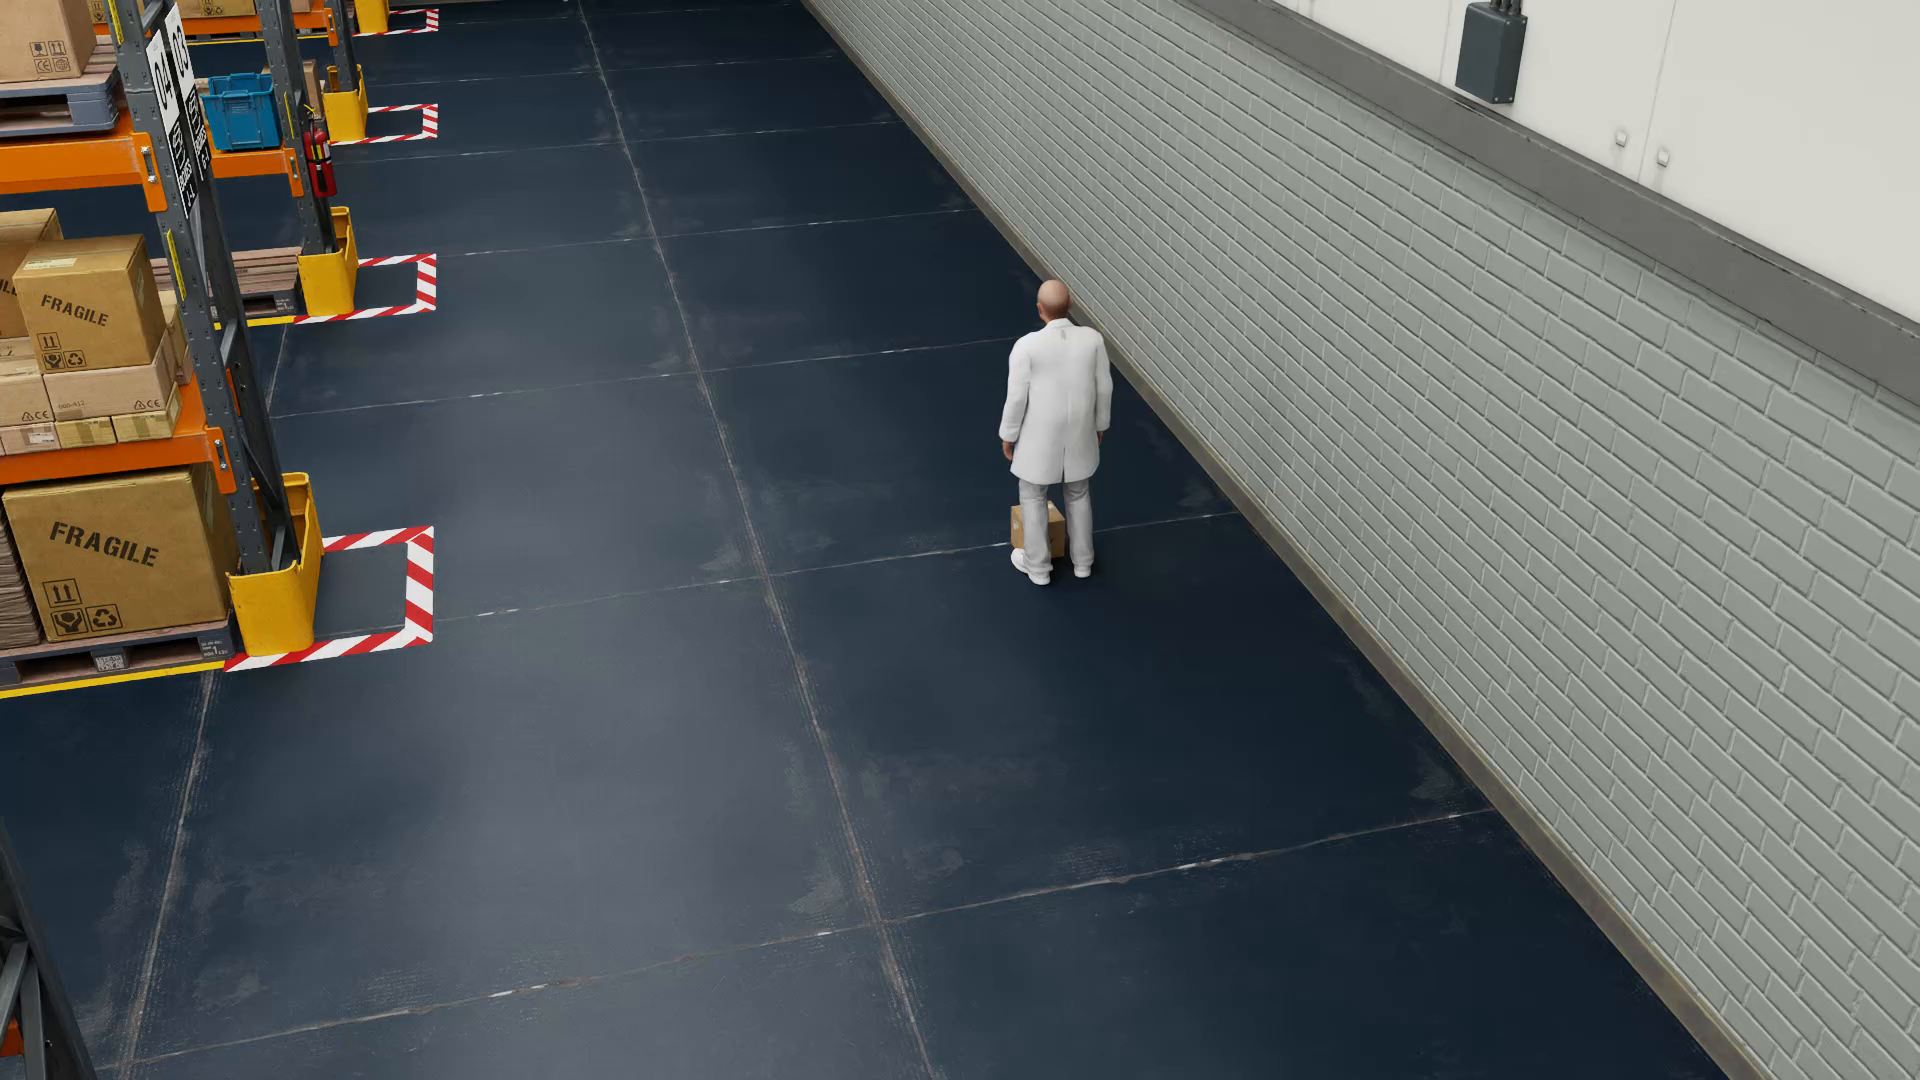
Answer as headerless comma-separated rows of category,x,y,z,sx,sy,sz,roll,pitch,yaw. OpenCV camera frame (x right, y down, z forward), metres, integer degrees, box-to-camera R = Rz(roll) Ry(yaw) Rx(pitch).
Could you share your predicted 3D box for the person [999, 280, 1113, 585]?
person,0.534,-0.595,9.295,0.642,1.774,0.421,-8,31,-13
